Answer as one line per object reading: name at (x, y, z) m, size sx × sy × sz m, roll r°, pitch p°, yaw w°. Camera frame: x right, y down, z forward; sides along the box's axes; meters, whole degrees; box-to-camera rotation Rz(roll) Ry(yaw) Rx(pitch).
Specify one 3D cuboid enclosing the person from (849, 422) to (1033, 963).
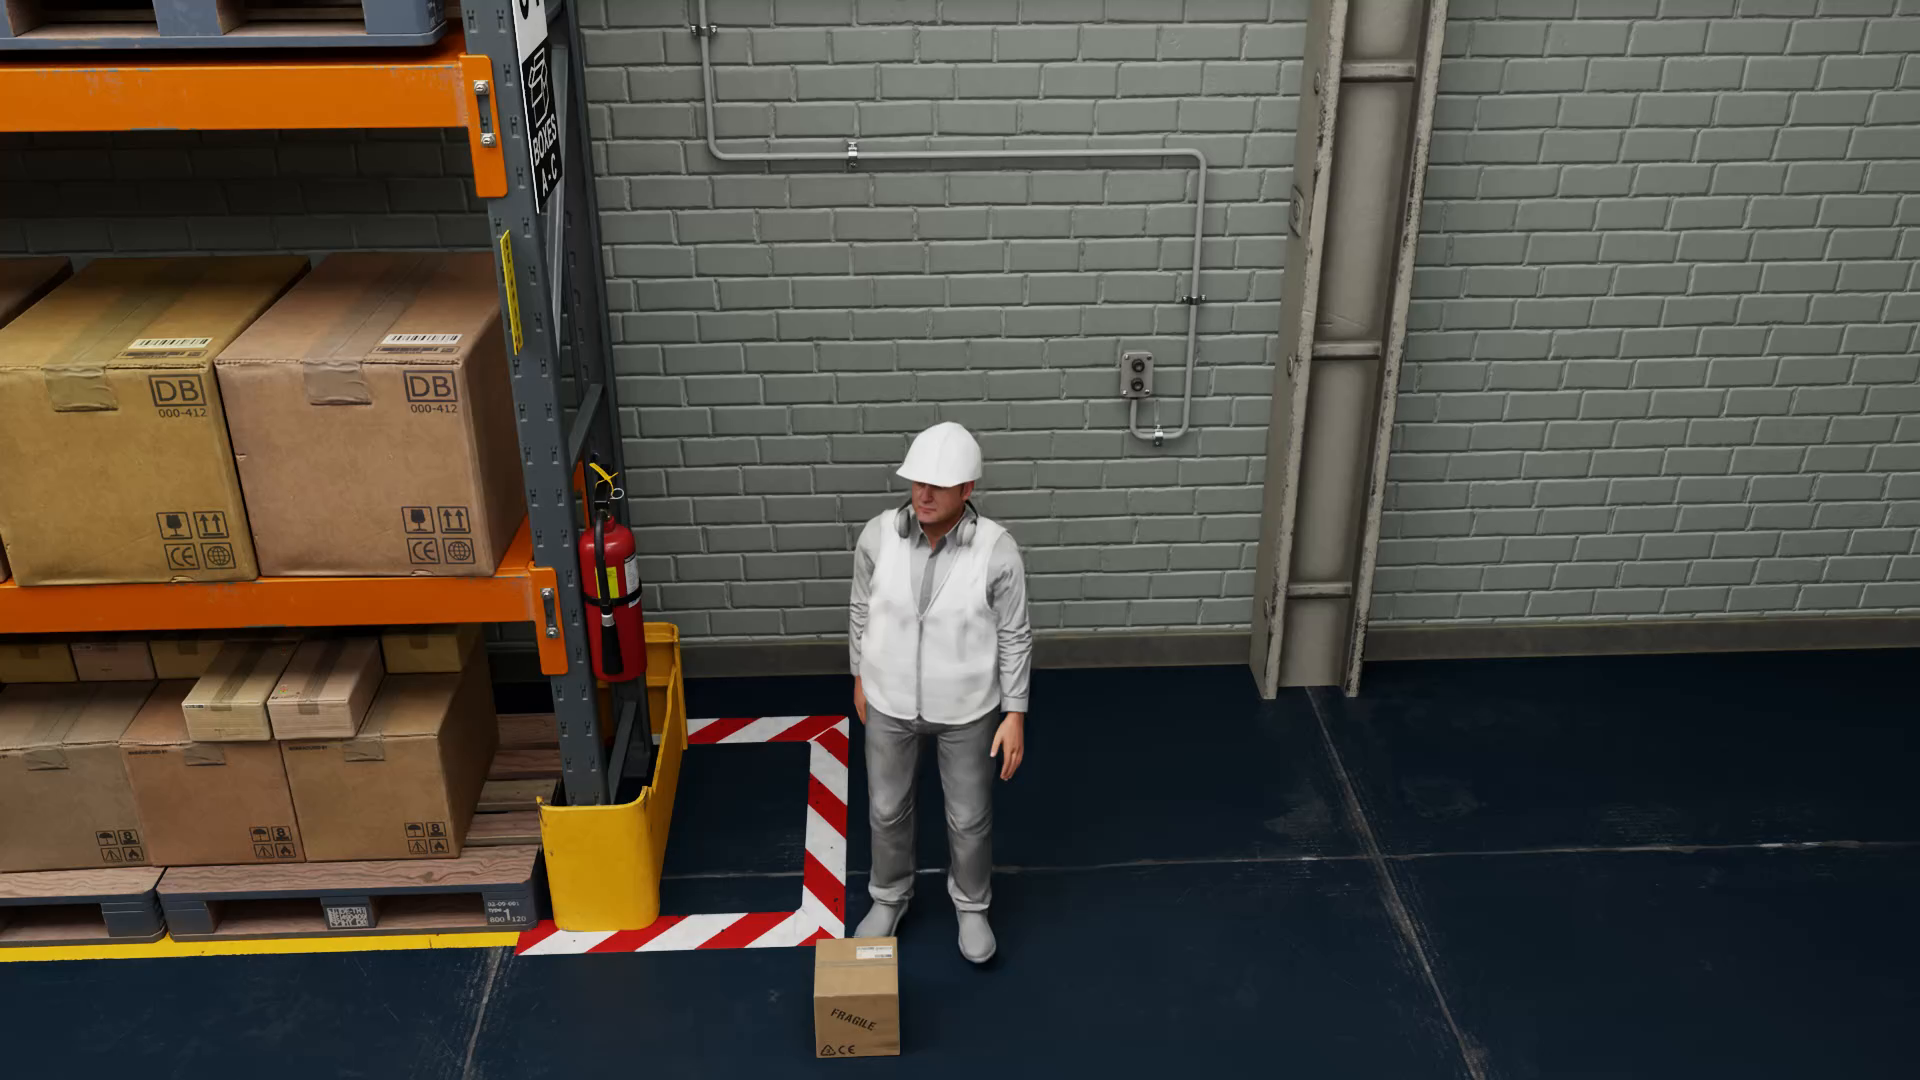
person at (-0.072, 0.496, 5.092) m, size 0.584 × 1.782 × 0.413 m, roll 5°, pitch 28°, yaw 10°
